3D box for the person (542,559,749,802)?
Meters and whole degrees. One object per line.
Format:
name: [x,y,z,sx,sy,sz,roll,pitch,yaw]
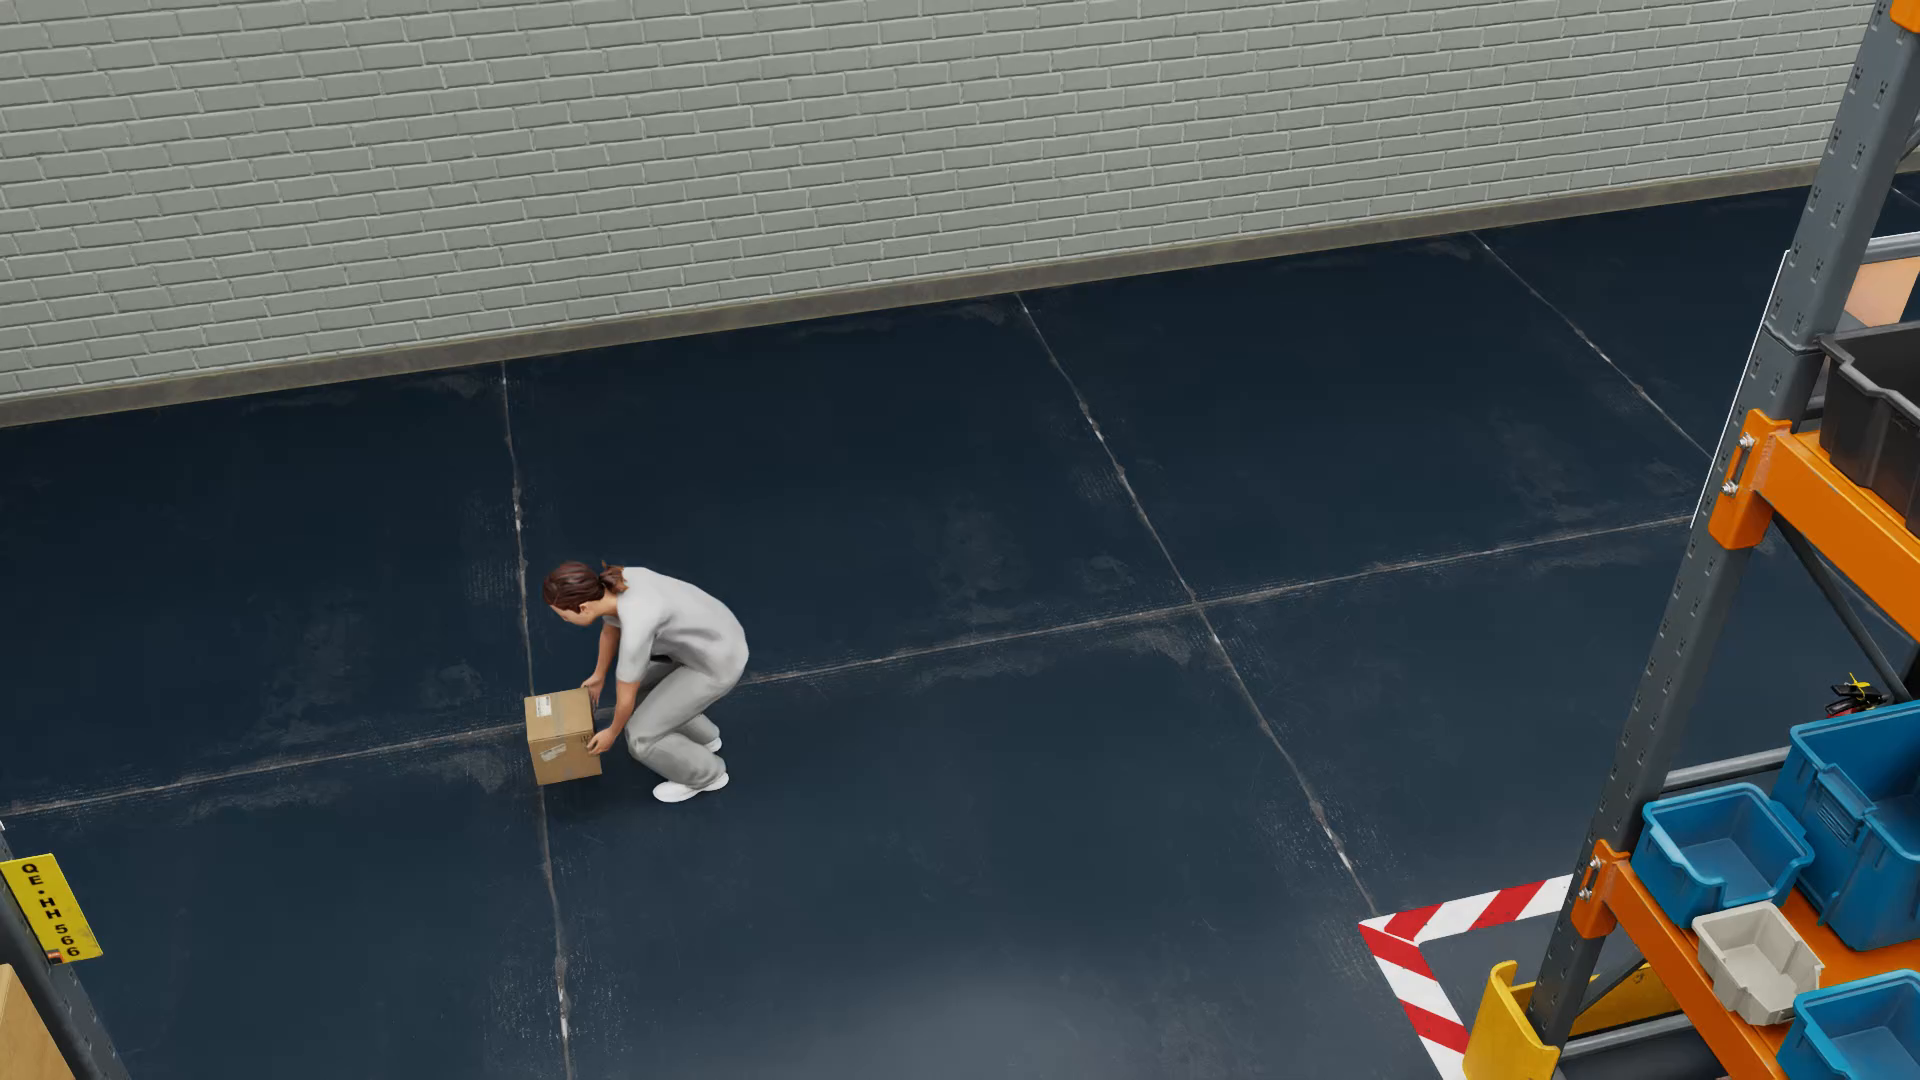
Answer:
person: [-1.179,0.516,6.454,0.725,1.194,0.496,-9,39,-12]
